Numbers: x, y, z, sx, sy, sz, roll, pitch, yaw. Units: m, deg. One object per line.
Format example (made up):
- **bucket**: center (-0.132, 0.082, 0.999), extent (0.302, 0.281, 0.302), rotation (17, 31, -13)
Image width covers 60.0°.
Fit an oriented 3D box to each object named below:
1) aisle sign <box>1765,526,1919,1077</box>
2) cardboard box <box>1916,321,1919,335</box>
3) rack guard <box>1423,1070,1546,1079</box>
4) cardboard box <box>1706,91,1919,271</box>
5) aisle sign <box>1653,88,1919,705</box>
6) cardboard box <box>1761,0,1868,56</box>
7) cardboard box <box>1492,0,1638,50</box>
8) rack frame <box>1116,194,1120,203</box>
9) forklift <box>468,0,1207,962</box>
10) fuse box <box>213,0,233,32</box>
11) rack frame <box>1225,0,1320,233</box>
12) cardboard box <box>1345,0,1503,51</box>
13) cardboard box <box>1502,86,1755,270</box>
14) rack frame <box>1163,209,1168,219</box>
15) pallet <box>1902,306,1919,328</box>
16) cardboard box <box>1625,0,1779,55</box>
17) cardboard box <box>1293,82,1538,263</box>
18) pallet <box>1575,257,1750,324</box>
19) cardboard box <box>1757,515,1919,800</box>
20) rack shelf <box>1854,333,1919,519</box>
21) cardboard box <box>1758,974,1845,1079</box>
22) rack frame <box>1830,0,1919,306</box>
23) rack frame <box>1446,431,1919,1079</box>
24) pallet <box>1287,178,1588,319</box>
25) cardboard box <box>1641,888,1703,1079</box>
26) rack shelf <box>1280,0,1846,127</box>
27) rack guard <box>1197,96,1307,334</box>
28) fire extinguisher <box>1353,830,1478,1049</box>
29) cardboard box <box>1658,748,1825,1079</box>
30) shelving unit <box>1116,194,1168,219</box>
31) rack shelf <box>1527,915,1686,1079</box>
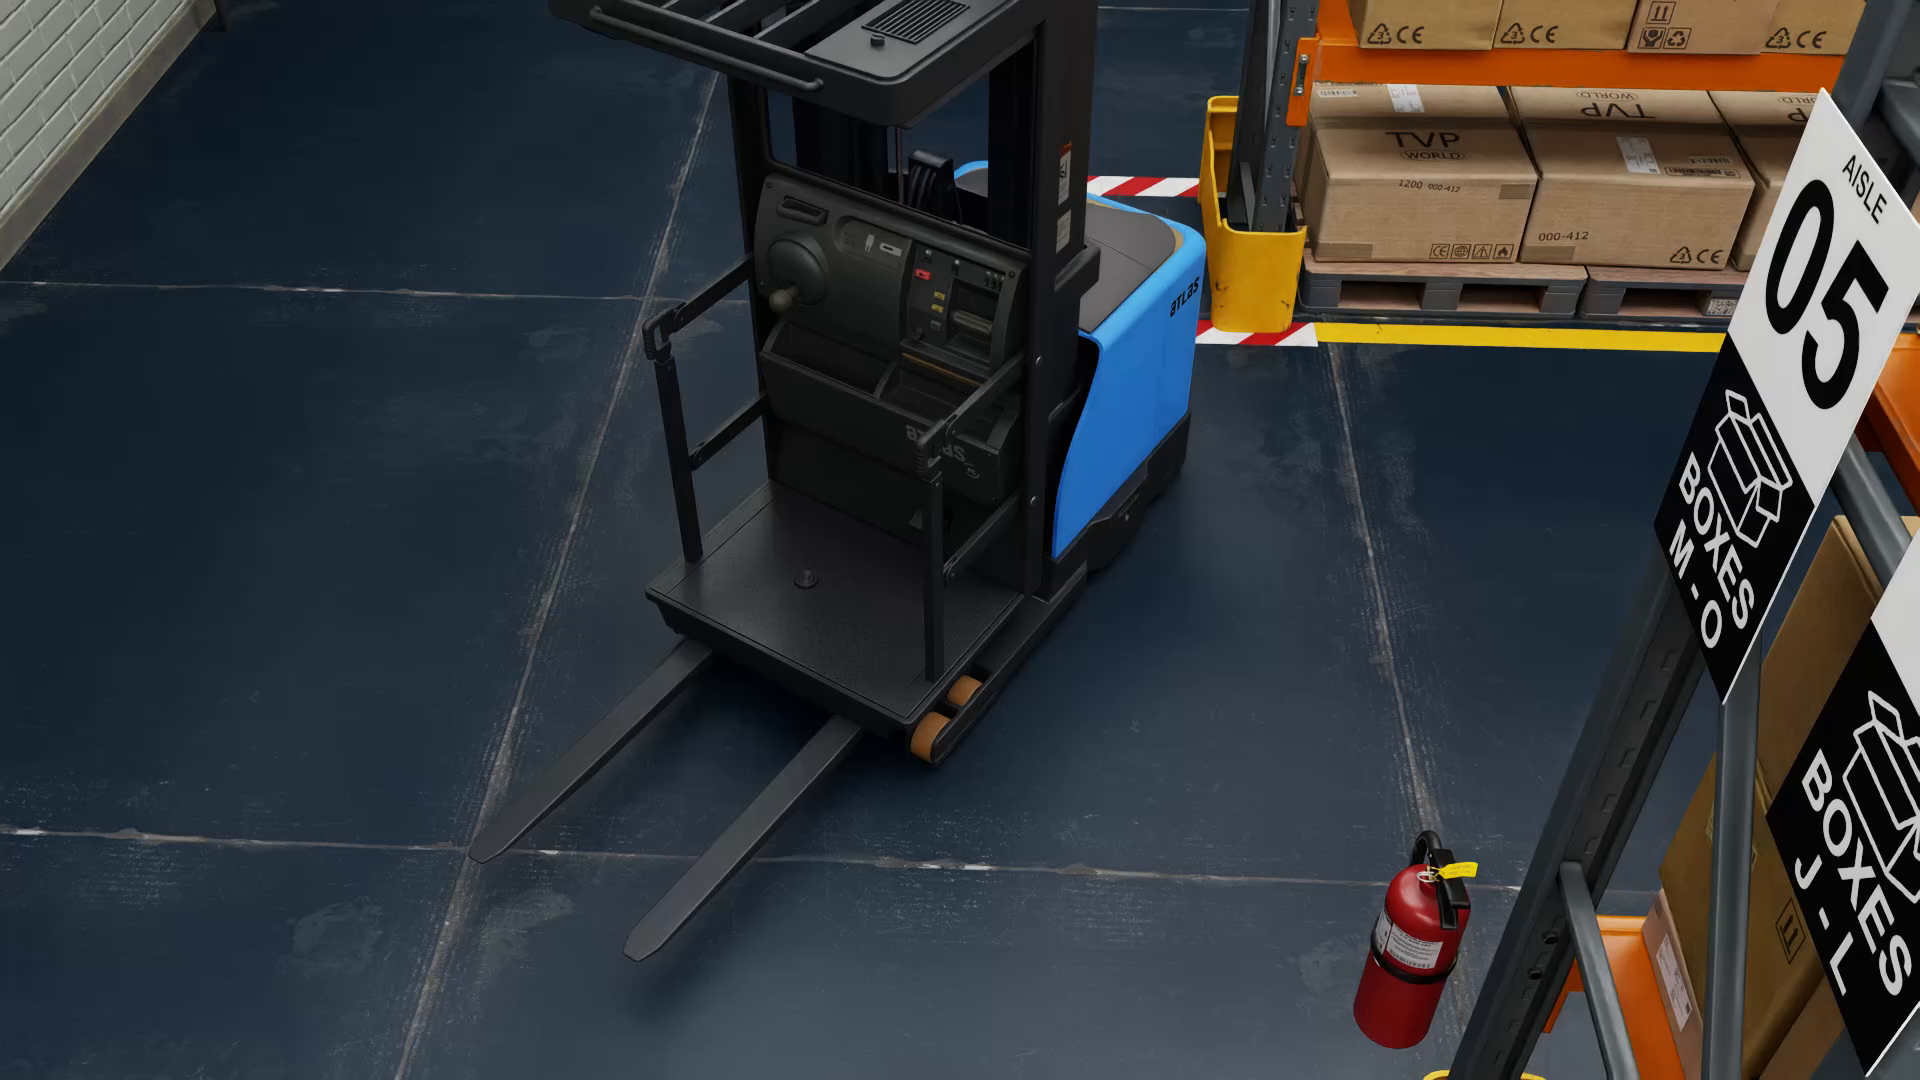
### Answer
- **aisle sign**: center (1.110, 0.230, 1.896), extent (0.004, 0.787, 0.394), rotation (2, 43, 2)
- **cardboard box**: center (1.663, -0.230, 2.206), extent (0.500, 0.250, 0.500), rotation (1, 43, 1)
- **rack guard**: center (1.273, 1.896, 3.848), extent (0.348, 0.500, 1.175), rotation (2, 43, 2)
- **cardboard box**: center (3.798, -1.608, 7.347), extent (0.875, 0.438, 0.875), rotation (1, 43, 1)
- **aisle sign**: center (1.137, -0.179, 2.334), extent (0.004, 0.787, 0.394), rotation (2, 43, 2)
- **cardboard box**: center (3.300, -2.193, 6.330), extent (0.500, 0.500, 0.500), rotation (3, 43, 3)
- **cardboard box**: center (2.292, -2.225, 6.364), extent (0.500, 0.500, 0.500), rotation (1, 43, 1)
- **rack frame**: center (0.545, -0.924, 6.581), extent (0.006, 0.900, 0.240), rotation (23, 48, 23)
- **forklift**: center (-0.347, -0.714, 4.866), extent (1.130, 2.935, 3.031), rotation (24, 48, 24)
- **fuse box**: center (-4.075, -3.507, 8.759), extent (0.414, 1.711, 0.539), rotation (2, 43, 2)
- **rack frame**: center (1.319, -2.395, 6.620), extent (0.127, 3.000, 1.000), rotation (2, 43, 2)
- **cardboard box**: center (1.785, -2.221, 6.360), extent (0.500, 0.500, 0.500), rotation (1, 43, 2)
- **cardboard box**: center (2.897, -1.636, 7.378), extent (0.875, 0.438, 0.875), rotation (3, 43, 3)
- **rack frame**: center (0.717, -0.850, 6.502), extent (0.006, 0.900, 0.240), rotation (23, 48, 23)
- **pallet**: center (4.558, -1.328, 7.521), extent (1.213, 0.211, 1.003), rotation (2, 43, 2)
- **cardboard box**: center (2.799, -2.197, 6.334), extent (0.500, 0.500, 0.500), rotation (2, 43, 2)
- **cardboard box**: center (1.982, -1.659, 7.402), extent (0.875, 0.438, 0.875), rotation (0, 43, 0)
- **pallet**: center (3.336, -1.364, 7.559), extent (1.213, 0.211, 1.003), rotation (2, 43, 2)
- **cardboard box**: center (1.665, 0.312, 2.689), extent (0.500, 0.500, 0.500), rotation (1, 43, 1)
- **rack shelf**: center (3.195, 0.206, 2.155), extent (4.000, 0.370, 1.077), rotation (2, 43, 2)
- **cardboard box**: center (1.633, 1.035, 2.646), extent (0.500, 0.500, 0.500), rotation (4, 43, 4)
- **rack frame**: center (1.197, -1.216, 0.954), extent (0.127, 3.000, 1.000), rotation (2, 43, 2)
- **rack frame**: center (1.197, 0.979, 2.999), extent (0.127, 3.000, 1.000), rotation (2, 43, 2)
- **pallet**: center (2.121, -1.403, 7.602), extent (1.213, 0.211, 1.003), rotation (2, 43, 2)
- **cardboard box**: center (1.535, 0.888, 3.280), extent (0.250, 0.149, 0.380), rotation (2, 43, 2)
- **rack shelf**: center (3.317, -2.070, 6.799), extent (4.000, 0.370, 1.077), rotation (2, 43, 2)
- **rack guard**: center (1.295, -1.481, 7.473), extent (0.348, 0.500, 1.175), rotation (2, 43, 2)
- **fire extinguisher**: center (0.966, 0.822, 3.498), extent (0.183, 0.674, 0.296), rotation (2, 43, 2)
- **cardboard box**: center (1.657, 0.672, 3.036), extent (0.500, 0.500, 0.500), rotation (3, 43, 3)
- **shelving unit**: center (0.631, -0.887, 6.542), extent (0.210, 0.900, 0.258), rotation (23, 48, 23)
- **rack shelf**: center (3.195, 1.304, 3.178), extent (4.000, 0.370, 1.077), rotation (2, 43, 2)
